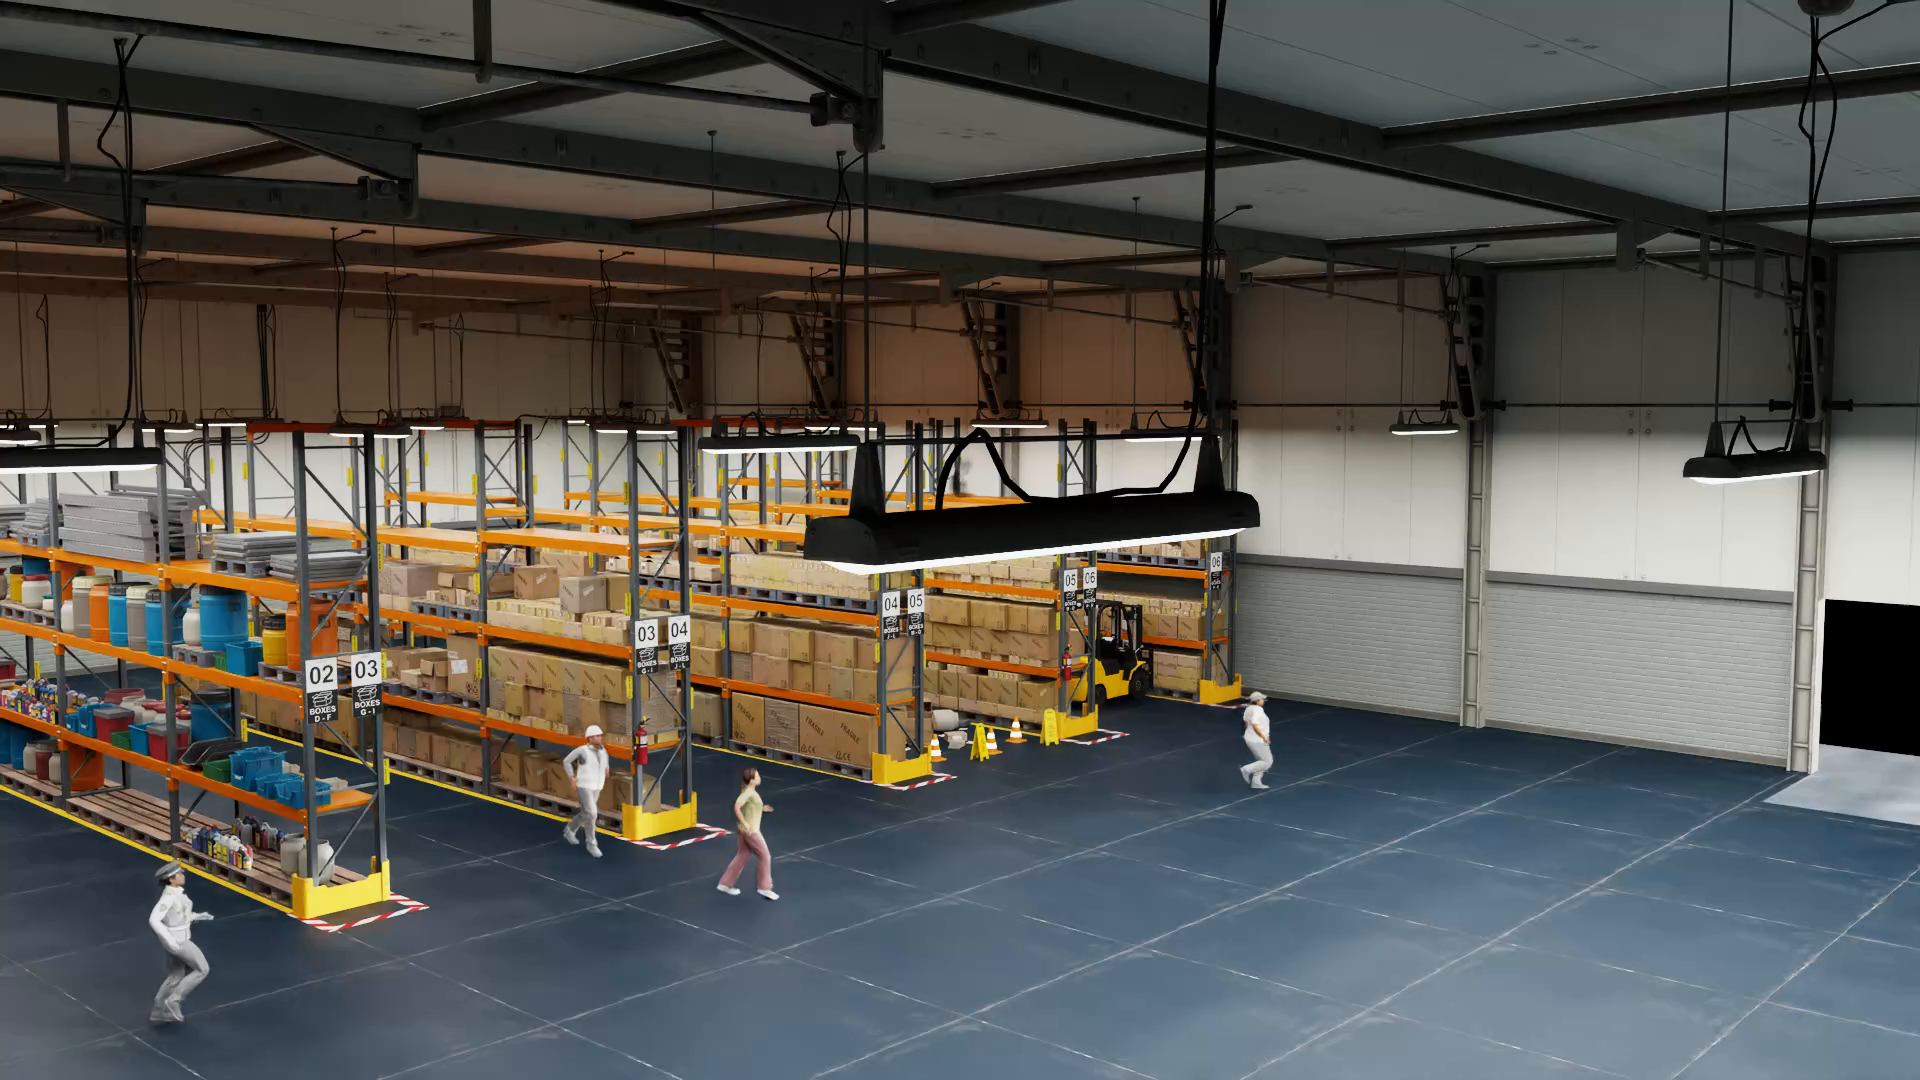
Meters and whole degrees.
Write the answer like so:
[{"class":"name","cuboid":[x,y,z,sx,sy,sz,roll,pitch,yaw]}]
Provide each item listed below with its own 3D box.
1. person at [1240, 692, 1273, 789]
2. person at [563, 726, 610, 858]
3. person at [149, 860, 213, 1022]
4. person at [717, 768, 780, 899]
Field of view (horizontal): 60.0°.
[{"class":"person","cuboid":[4.839,3.303,27.318,0.562,1.609,0.609,-1,5,-10]},{"class":"person","cuboid":[-5.261,3.521,23.648,0.905,1.776,0.666,3,6,32]},{"class":"person","cuboid":[-7.971,4.092,17.007,0.627,1.660,0.594,-2,5,-27]},{"class":"person","cuboid":[-2.724,3.760,21.272,0.787,1.716,0.571,-2,5,-19]}]
